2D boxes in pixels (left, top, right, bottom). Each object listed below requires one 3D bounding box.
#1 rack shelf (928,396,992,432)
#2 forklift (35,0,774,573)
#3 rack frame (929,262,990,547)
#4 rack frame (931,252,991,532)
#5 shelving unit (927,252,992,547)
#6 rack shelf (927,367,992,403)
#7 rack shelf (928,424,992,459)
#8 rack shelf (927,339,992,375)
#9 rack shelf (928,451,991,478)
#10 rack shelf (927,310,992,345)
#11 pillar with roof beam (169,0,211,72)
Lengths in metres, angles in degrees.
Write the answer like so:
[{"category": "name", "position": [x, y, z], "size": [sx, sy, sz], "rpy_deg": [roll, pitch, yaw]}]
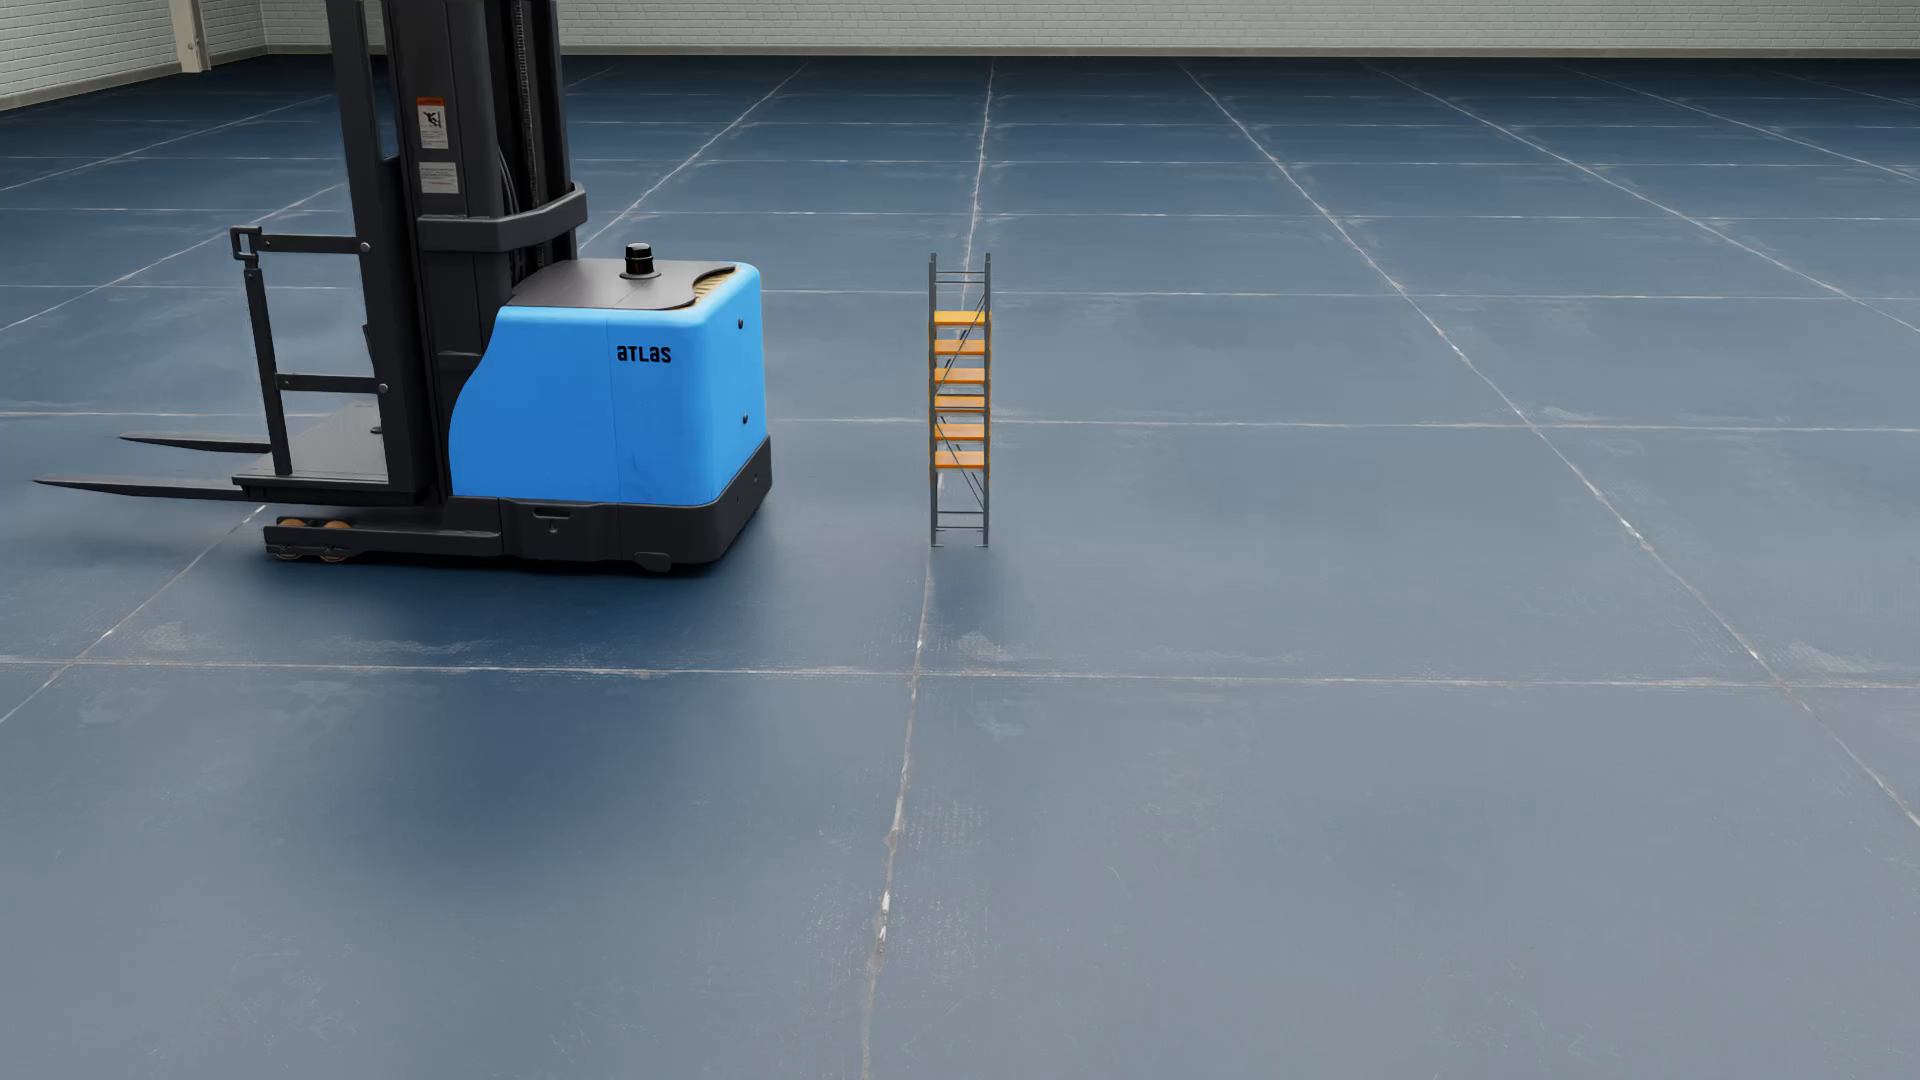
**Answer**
[{"category": "rack shelf", "position": [0.000, -0.523, 6.841], "size": [0.258, 0.103, 0.180], "rpy_deg": [1, 21, 2]}, {"category": "forklift", "position": [-2.392, -1.459, 6.737], "size": [3.031, 2.935, 1.130], "rpy_deg": [3, 21, 7]}, {"category": "rack frame", "position": [-0.002, -0.532, 6.740], "size": [0.240, 1.200, 0.006], "rpy_deg": [1, 21, 2]}, {"category": "rack frame", "position": [0.003, -0.598, 6.911], "size": [0.240, 1.200, 0.006], "rpy_deg": [1, 21, 2]}, {"category": "shelving unit", "position": [0.000, -0.565, 6.825], "size": [0.258, 1.200, 0.189], "rpy_deg": [1, 21, 2]}, {"category": "rack shelf", "position": [0.000, -0.635, 6.798], "size": [0.258, 0.103, 0.180], "rpy_deg": [1, 21, 2]}, {"category": "rack shelf", "position": [0.000, -0.411, 6.885], "size": [0.258, 0.103, 0.180], "rpy_deg": [1, 21, 2]}, {"category": "rack shelf", "position": [0.000, -0.747, 6.755], "size": [0.258, 0.103, 0.180], "rpy_deg": [1, 21, 2]}, {"category": "rack shelf", "position": [0.000, -0.299, 6.928], "size": [0.258, 0.103, 0.180], "rpy_deg": [1, 21, 2]}, {"category": "rack shelf", "position": [0.000, -0.859, 6.711], "size": [0.258, 0.103, 0.180], "rpy_deg": [1, 21, 2]}, {"category": "pillar with roof beam", "position": [-7.523, -11.407, 23.988], "size": [9.100, 9.000, 0.400], "rpy_deg": [1, 21, 2]}]
